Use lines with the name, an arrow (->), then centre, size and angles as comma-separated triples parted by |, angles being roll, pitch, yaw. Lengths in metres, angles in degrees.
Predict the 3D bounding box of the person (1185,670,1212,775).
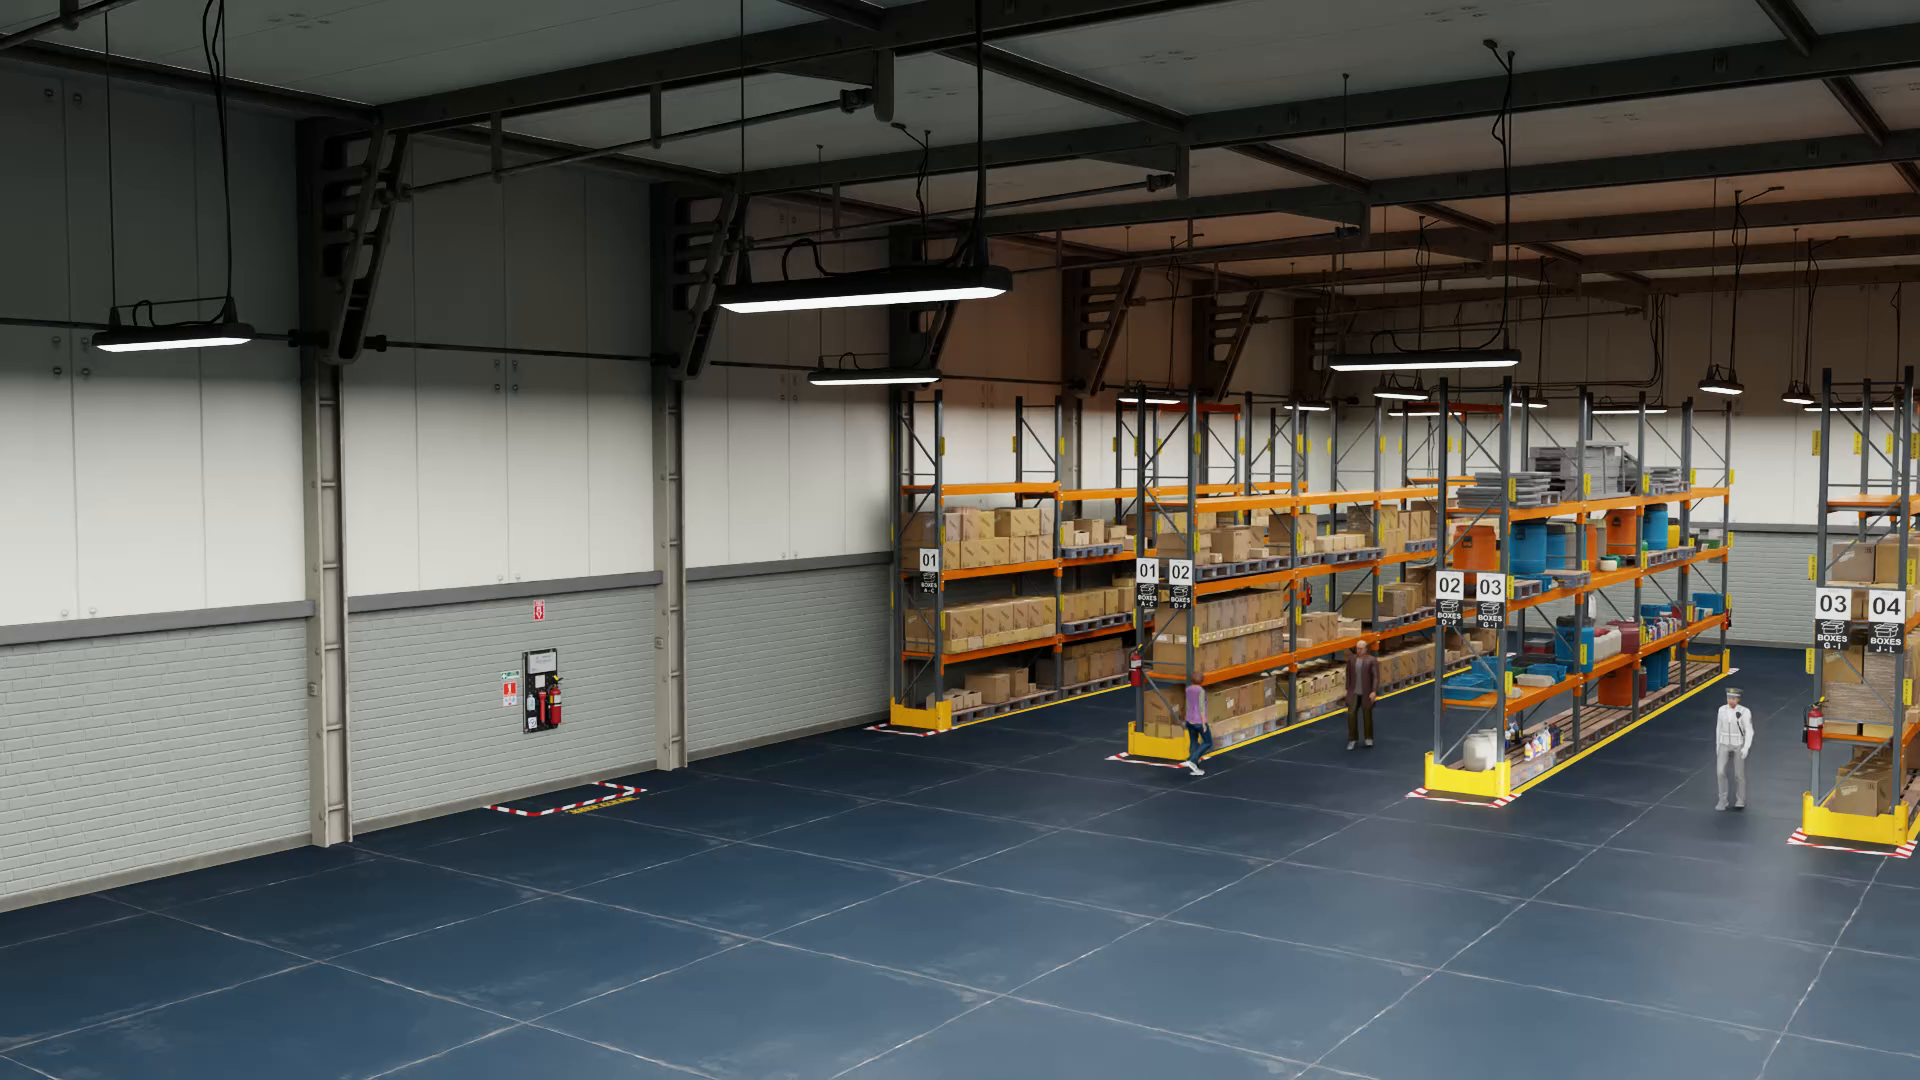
person -> 3.557, 2.783, 25.256 | 0.440, 1.597, 0.440 | -2, 4, -36

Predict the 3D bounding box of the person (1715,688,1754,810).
person -> 10.689, 2.890, 22.982 | 0.557, 1.712, 0.527 | -3, 4, -44

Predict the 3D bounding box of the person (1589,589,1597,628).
person -> 14.988, 1.833, 39.938 | 0.577, 1.711, 0.561 | -2, 4, -36

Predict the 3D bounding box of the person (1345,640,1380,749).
person -> 6.692, 2.573, 27.670 | 0.632, 1.825, 0.676 | 2, 4, 33
